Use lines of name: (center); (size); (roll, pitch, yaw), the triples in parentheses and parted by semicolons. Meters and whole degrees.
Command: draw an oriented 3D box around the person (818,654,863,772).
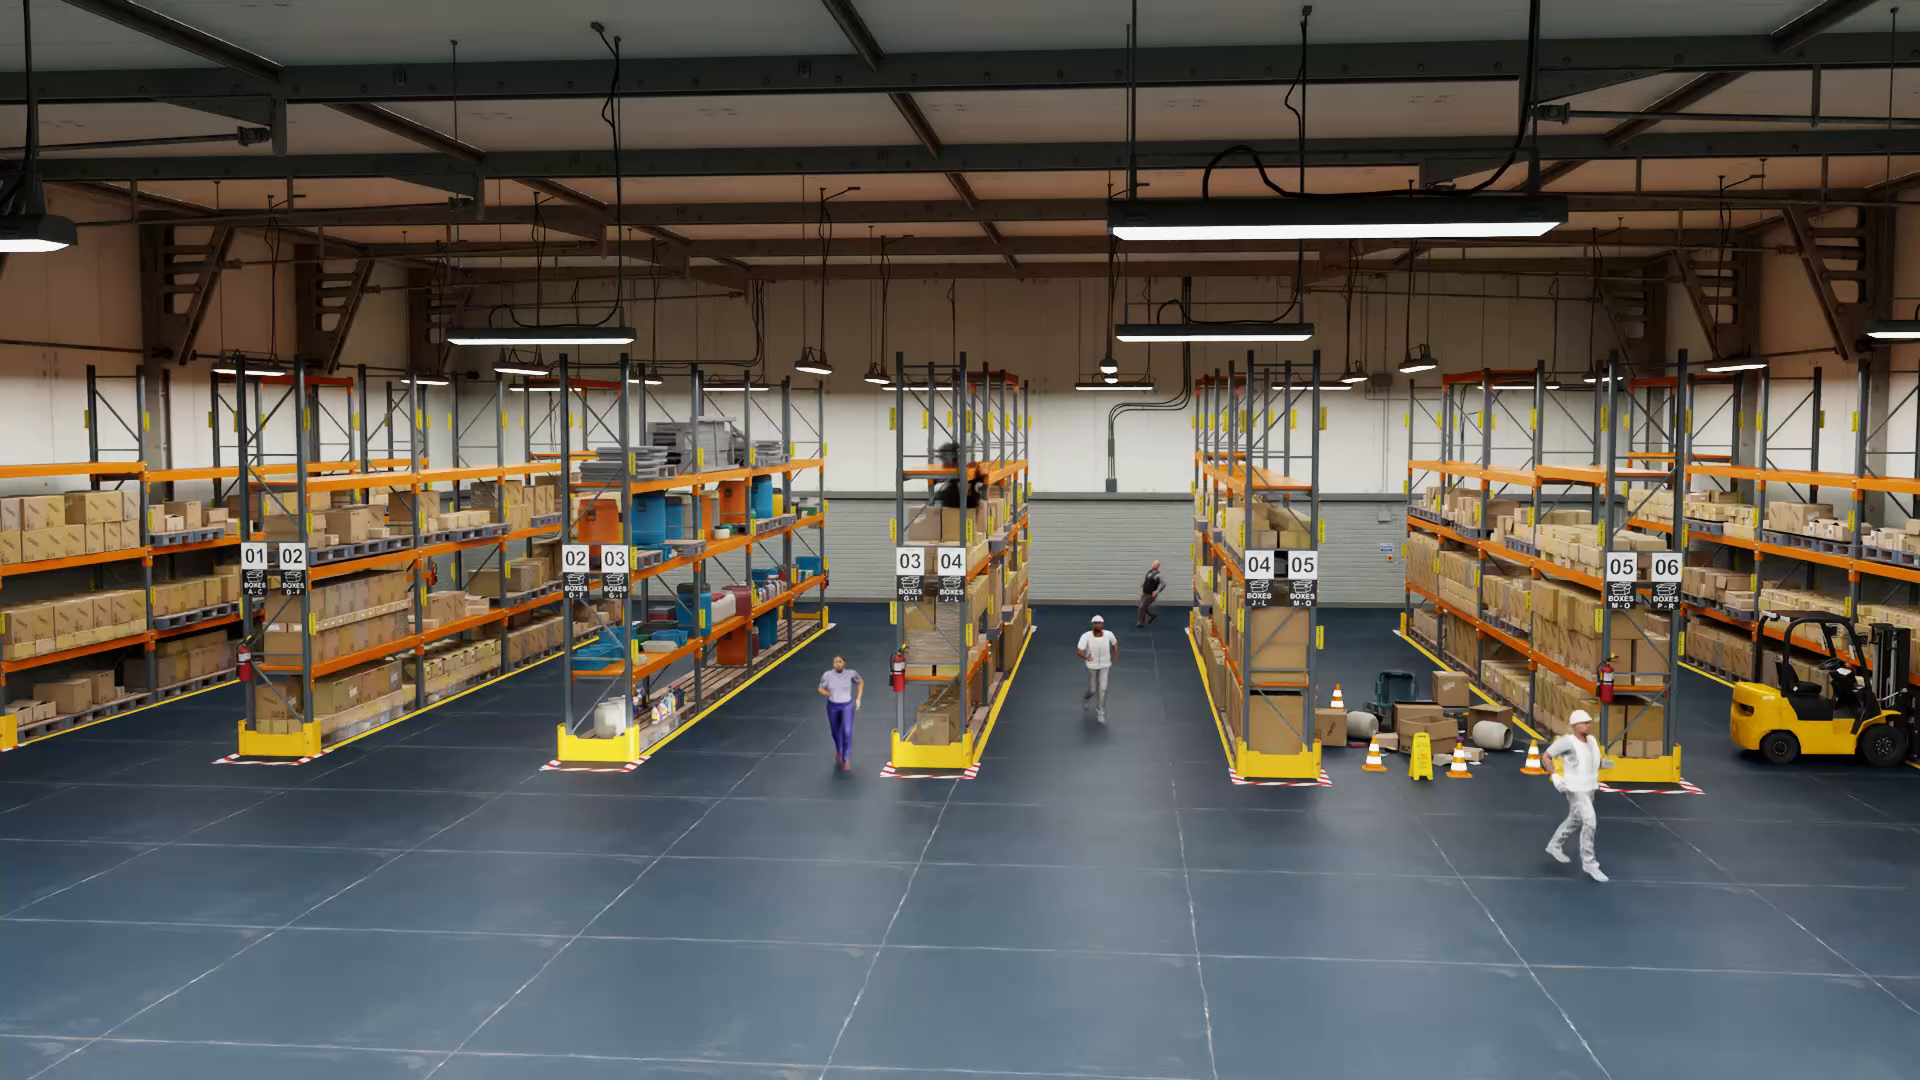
person: (-1.735, 2.484, 24.162); (0.623, 1.688, 0.820); (0, 4, 5)

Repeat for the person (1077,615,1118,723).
person: (2.319, 2.139, 27.999); (0.710, 1.767, 0.941); (0, 4, -3)

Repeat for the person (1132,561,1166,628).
person: (4.584, 1.317, 40.267); (0.720, 1.647, 0.723); (-2, 4, -23)

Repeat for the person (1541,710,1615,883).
person: (6.848, 2.788, 18.397); (0.672, 1.826, 0.857); (-3, 5, -38)
